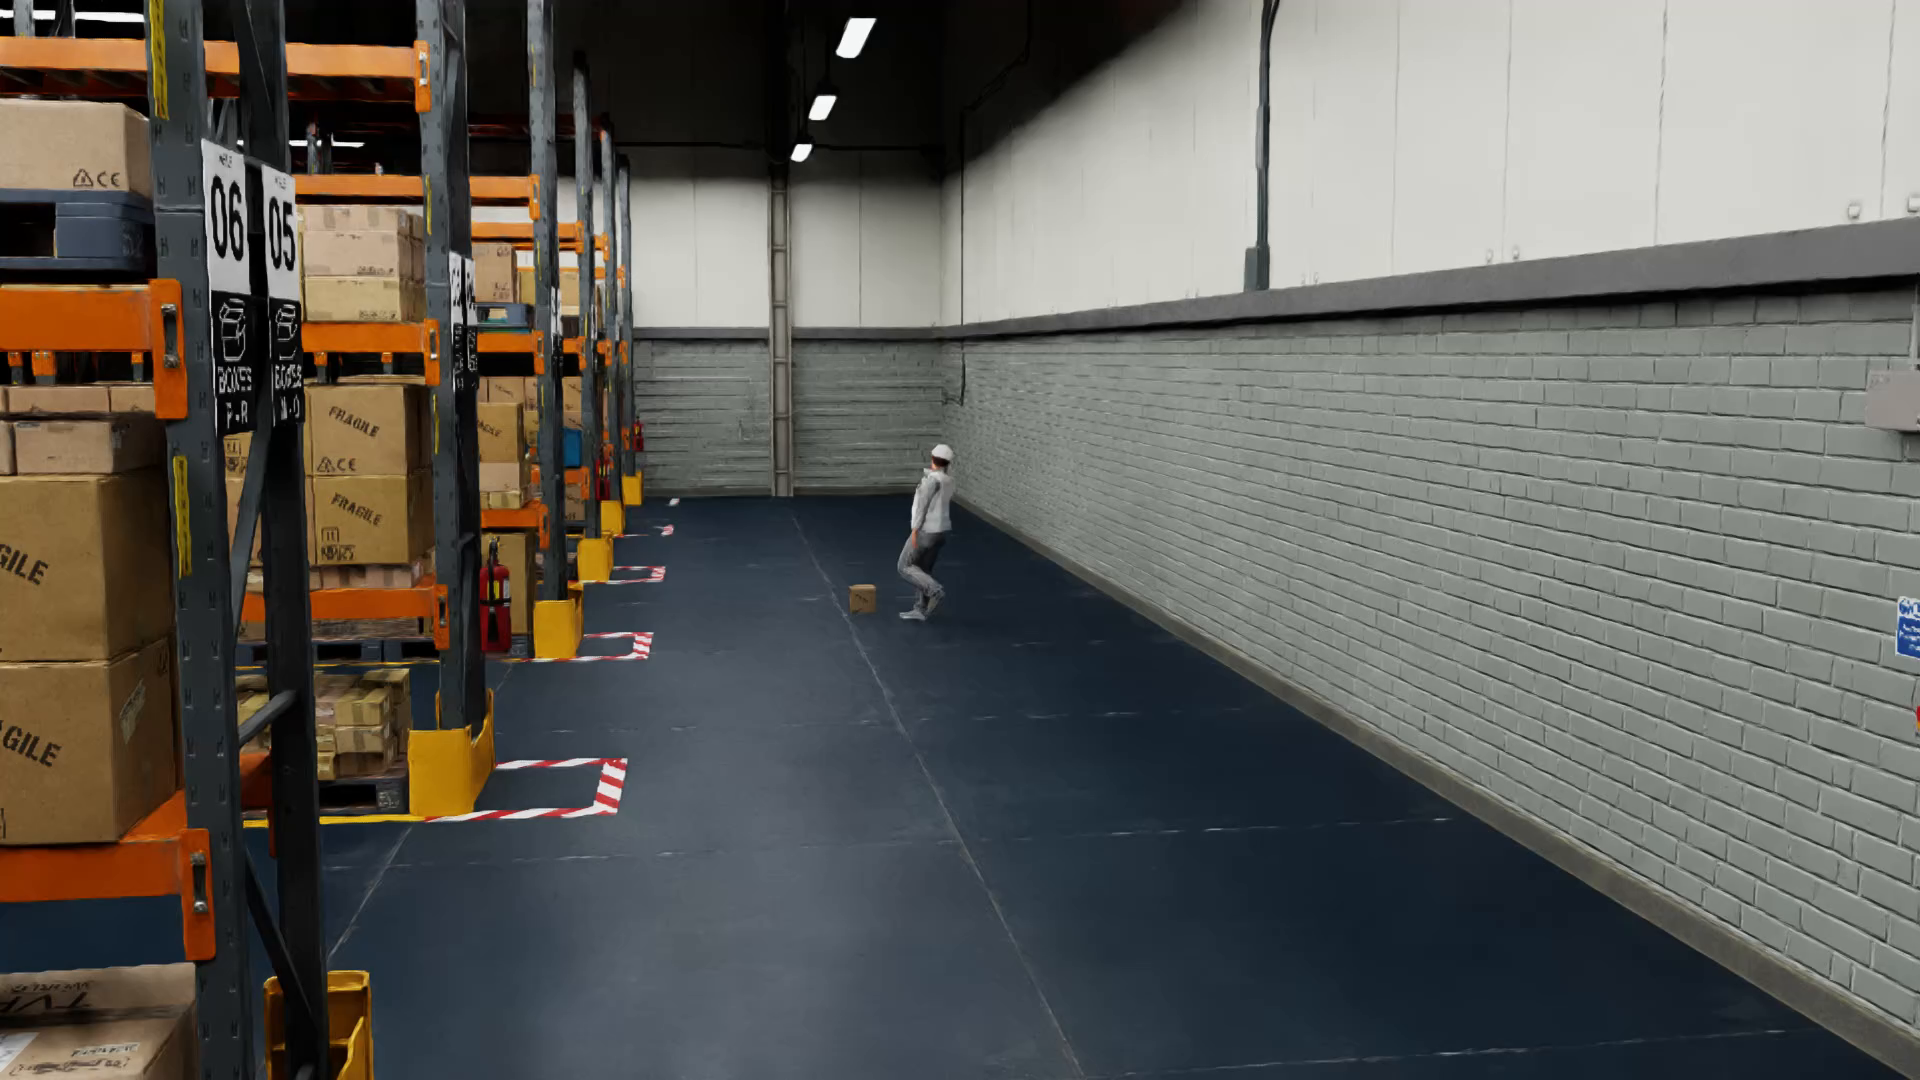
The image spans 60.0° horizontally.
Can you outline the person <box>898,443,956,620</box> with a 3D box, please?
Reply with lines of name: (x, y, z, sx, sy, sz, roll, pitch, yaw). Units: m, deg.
person: (-0.316, -0.080, 16.428, 0.555, 1.745, 0.580, 3, 7, 26)
